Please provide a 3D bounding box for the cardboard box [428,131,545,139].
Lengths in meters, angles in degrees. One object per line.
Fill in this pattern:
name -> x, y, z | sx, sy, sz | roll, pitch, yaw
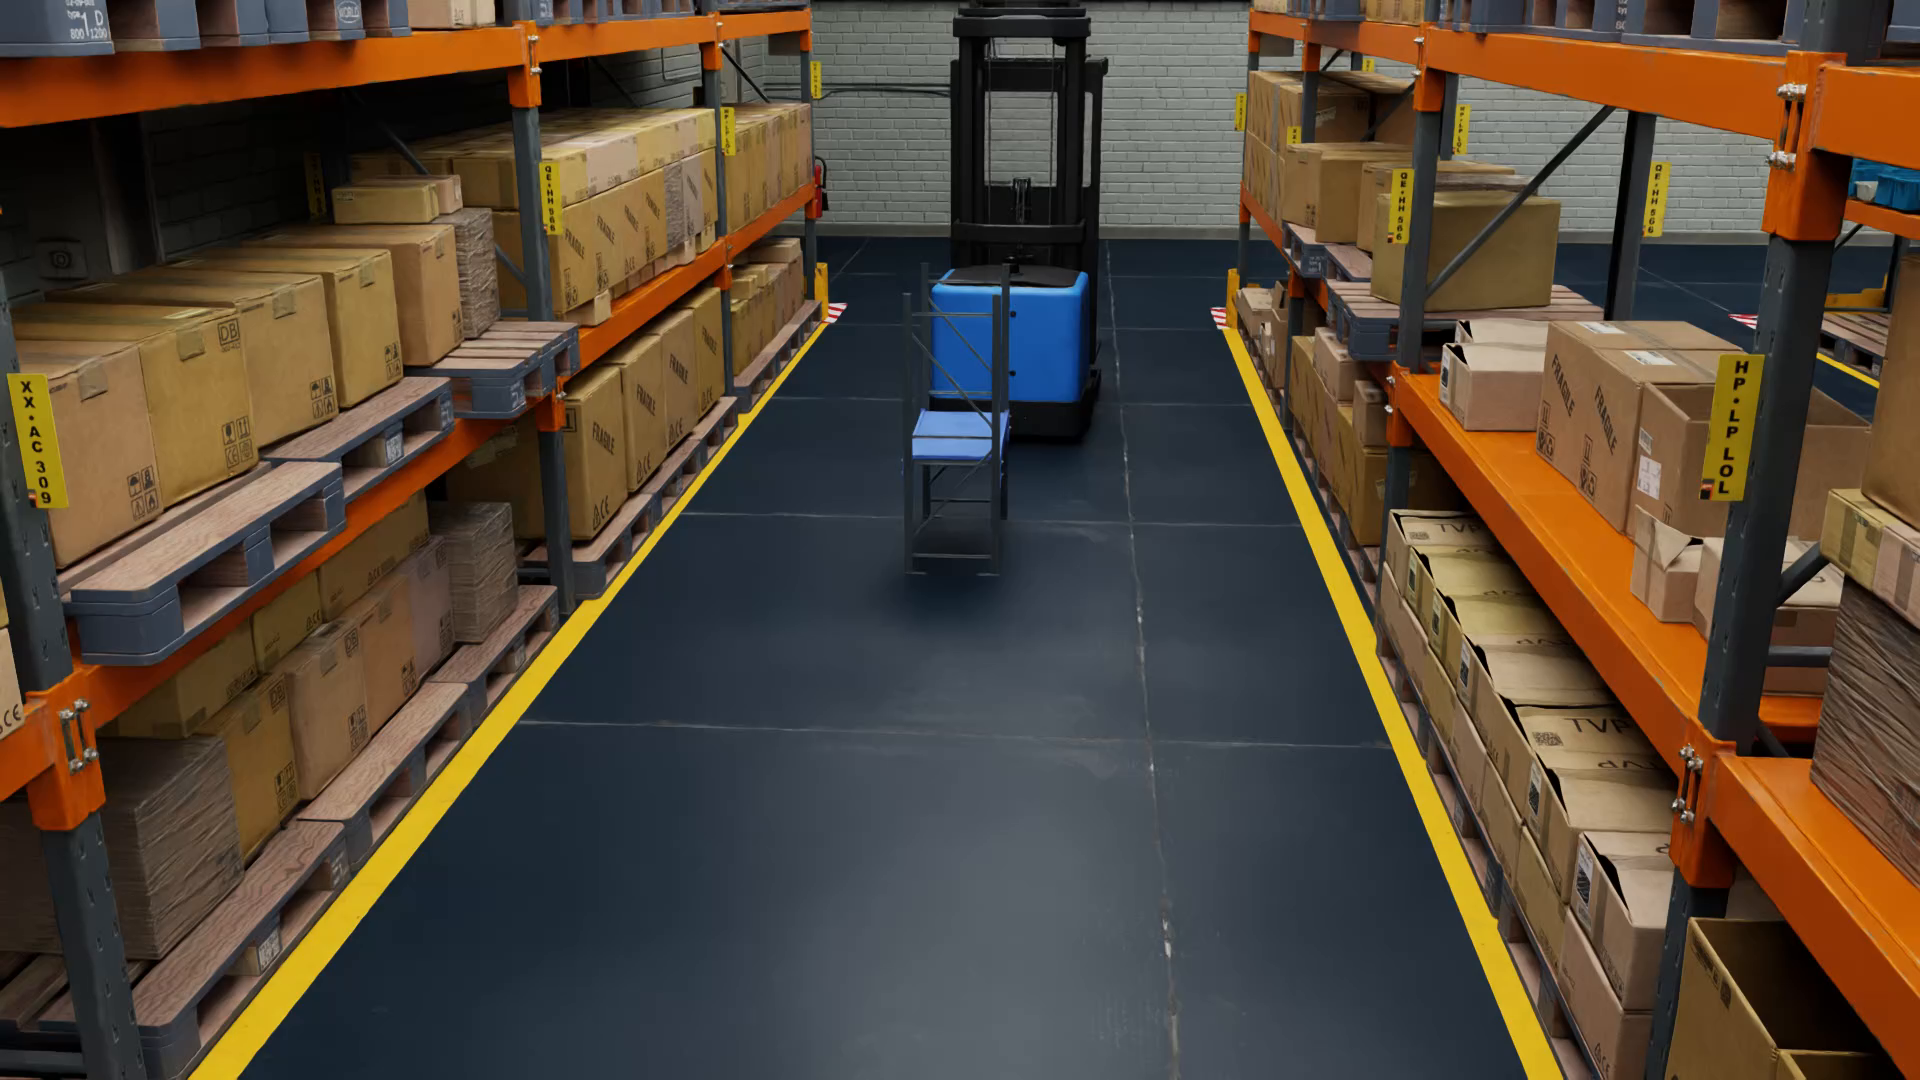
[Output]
cardboard box -> -2.578, -2.094, 9.121 | 0.500, 0.250, 0.500 | 1, 18, 3

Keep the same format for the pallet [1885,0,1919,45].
pallet -> 2.186, -0.839, 2.490 | 1.003, 0.211, 1.213 | 1, 18, 4

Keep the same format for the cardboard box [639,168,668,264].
cardboard box -> -2.030, -1.894, 9.717 | 0.500, 0.500, 0.500 | 2, 18, 5

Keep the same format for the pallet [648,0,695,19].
pallet -> -2.163, -3.363, 10.360 | 0.805, 0.209, 1.217 | 1, 18, 2

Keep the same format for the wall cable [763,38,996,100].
wall cable -> -1.097, -6.681, 20.347 | 3.097, 2.526, 0.112 | 1, 18, 4

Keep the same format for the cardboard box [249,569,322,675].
cardboard box -> -2.622, 0.265, 5.901 | 0.500, 0.250, 0.500 | 1, 18, 2

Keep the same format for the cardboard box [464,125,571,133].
cardboard box -> -2.542, -2.252, 9.604 | 0.500, 0.250, 0.500 | 1, 18, 3

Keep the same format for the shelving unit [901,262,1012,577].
shelving unit -> -0.006, -0.686, 9.109 | 0.538, 1.500, 1.048 | 1, 18, 4

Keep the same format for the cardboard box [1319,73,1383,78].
cardboard box -> 3.289, -3.669, 14.037 | 0.500, 0.500, 0.500 | 2, 18, 5

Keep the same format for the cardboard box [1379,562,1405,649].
cardboard box -> 2.178, 0.300, 7.431 | 0.500, 0.250, 0.500 | 1, 18, 4

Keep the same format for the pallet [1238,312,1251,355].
pallet -> 3.020, -1.851, 14.734 | 1.003, 0.211, 1.213 | 1, 18, 4

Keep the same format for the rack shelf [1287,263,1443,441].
rack shelf -> 2.652, -1.242, 9.552 | 1.077, 0.370, 4.000 | 1, 18, 4

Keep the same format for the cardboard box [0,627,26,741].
cardboard box -> -2.451, 0.386, 3.638 | 0.500, 0.250, 0.500 | 1, 18, 4

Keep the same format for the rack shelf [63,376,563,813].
rack shelf -> -2.576, -0.109, 6.095 | 1.077, 0.370, 4.000 | 1, 18, 4

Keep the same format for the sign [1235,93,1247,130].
sign -> 2.541, -3.871, 15.029 | 0.100, 0.325, 0.005 | 1, 18, 4

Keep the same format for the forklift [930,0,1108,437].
forklift -> 0.510, -2.515, 12.391 | 1.130, 2.935, 3.031 | 3, 18, 8

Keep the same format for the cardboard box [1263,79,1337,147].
cardboard box -> 2.681, -3.363, 13.102 | 0.500, 0.500, 0.500 | 1, 18, 3

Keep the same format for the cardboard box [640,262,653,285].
cardboard box -> -2.053, -1.618, 9.914 | 0.380, 0.149, 0.250 | 2, 18, 6

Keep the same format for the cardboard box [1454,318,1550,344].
cardboard box -> 2.439, -0.809, 7.217 | 0.500, 0.311, 0.500 | 2, 18, 7

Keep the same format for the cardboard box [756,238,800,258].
cardboard box -> -1.637, -2.613, 14.880 | 0.380, 0.149, 0.250 | 1, 18, 3

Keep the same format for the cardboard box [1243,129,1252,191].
cardboard box -> 2.787, -3.363, 14.709 | 0.500, 0.500, 0.500 | 2, 18, 5

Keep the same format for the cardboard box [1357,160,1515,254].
cardboard box -> 2.730, -1.902, 9.576 | 0.700, 0.500, 0.500 | -3, 18, -10

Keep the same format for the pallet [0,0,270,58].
pallet -> -2.569, -1.356, 4.227 | 1.213, 0.211, 1.003 | 1, 18, 4

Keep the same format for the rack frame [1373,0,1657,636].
rack frame -> 2.508, -0.963, 7.545 | 1.000, 3.000, 0.127 | 1, 18, 4

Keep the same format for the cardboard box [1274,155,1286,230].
cardboard box -> 2.611, -2.574, 12.300 | 0.500, 0.500, 0.500 | 2, 18, 5

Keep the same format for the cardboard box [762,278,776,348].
cardboard box -> -1.912, -1.872, 13.658 | 0.700, 0.500, 0.500 | 2, 18, 5

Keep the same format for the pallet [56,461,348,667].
pallet -> -2.520, 0.027, 4.832 | 1.003, 0.211, 1.213 | 1, 18, 4

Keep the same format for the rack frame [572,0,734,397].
rack frame -> -2.146, -2.315, 11.670 | 1.000, 3.000, 0.127 | 1, 18, 4

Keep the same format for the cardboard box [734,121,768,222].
cardboard box -> -2.033, -2.852, 12.828 | 0.980, 0.700, 0.700 | 1, 18, 3

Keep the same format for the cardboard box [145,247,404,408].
cardboard box -> -2.524, -0.795, 6.166 | 0.700, 0.500, 0.500 | 1, 18, 4

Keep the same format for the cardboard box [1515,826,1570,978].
cardboard box -> 2.000, 1.094, 5.008 | 0.500, 0.250, 0.500 | 1, 18, 3

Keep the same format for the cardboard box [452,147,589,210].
cardboard box -> -2.141, -1.771, 8.137 | 0.500, 0.250, 0.500 | 2, 18, 5

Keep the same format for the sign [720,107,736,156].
sign -> -1.604, -2.818, 11.474 | 0.100, 0.325, 0.005 | 1, 18, 4

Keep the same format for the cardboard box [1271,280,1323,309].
cardboard box -> 2.925, -1.812, 13.437 | 0.797, 0.503, 0.637 | 1, 18, 4

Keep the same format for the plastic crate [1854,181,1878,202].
plastic crate -> 7.522, -2.861, 13.665 | 0.250, 0.136, 0.298 | 1, 18, 4

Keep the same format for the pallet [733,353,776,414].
pallet -> -2.014, -1.224, 12.820 | 1.003, 0.211, 1.213 | 1, 18, 4

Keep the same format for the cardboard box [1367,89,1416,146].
cardboard box -> 3.110, -2.868, 11.592 | 0.500, 0.500, 0.500 | 2, 18, 5

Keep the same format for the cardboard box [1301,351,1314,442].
cardboard box -> 2.490, -0.916, 10.708 | 0.500, 0.500, 0.500 | 2, 18, 5

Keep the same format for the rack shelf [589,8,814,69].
rack shelf -> -2.003, -4.019, 13.211 | 1.077, 0.370, 4.000 | 1, 18, 4

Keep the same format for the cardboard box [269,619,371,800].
cardboard box -> -2.620, 0.601, 6.081 | 0.700, 0.500, 0.500 | 1, 18, 5

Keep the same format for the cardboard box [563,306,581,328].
cardboard box -> -2.151, -1.138, 8.449 | 0.380, 0.149, 0.250 | 2, 18, 5

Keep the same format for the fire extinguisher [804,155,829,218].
fire extinguisher -> -1.388, -3.380, 15.643 | 0.296, 0.674, 0.183 | 1, 18, 4

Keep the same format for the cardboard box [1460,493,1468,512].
cardboard box -> 2.858, -0.282, 8.774 | 0.500, 0.500, 0.500 | 1, 18, 2

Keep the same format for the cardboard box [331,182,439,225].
cardboard box -> -2.436, -1.429, 7.059 | 0.380, 0.149, 0.250 | -2, 18, -5

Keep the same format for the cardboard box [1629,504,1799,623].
cardboard box -> 2.101, 0.066, 4.620 | 0.396, 0.266, 0.258 | 1, 18, 3

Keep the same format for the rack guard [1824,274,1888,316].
rack guard -> 8.011, -2.156, 15.199 | 1.175, 0.500, 0.348 | 1, 18, 4

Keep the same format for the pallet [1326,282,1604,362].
pallet -> 2.487, -1.084, 8.222 | 1.213, 0.211, 1.003 | 1, 18, 4

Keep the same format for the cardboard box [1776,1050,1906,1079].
cardboard box -> 1.848, 1.323, 3.107 | 0.500, 0.500, 0.500 | 1, 18, 4

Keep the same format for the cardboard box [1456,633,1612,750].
cardboard box -> 2.074, 0.515, 5.875 | 0.500, 0.311, 0.500 | 1, 18, 3

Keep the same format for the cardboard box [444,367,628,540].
cardboard box -> -2.249, -0.476, 8.836 | 0.750, 0.750, 0.750 | 1, 18, 3

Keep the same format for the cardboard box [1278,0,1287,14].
cardboard box -> 2.638, -4.027, 12.319 | 0.500, 0.250, 0.500 | 1, 18, 4

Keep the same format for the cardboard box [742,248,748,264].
cardboard box -> -2.054, -2.466, 14.429 | 0.380, 0.149, 0.250 | 1, 18, 4

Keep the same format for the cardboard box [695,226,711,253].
cardboard box -> -1.882, -2.015, 11.125 | 0.380, 0.149, 0.250 | 2, 18, 5

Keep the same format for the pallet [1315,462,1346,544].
pallet -> 2.690, -0.247, 9.837 | 1.003, 0.211, 1.213 | 1, 18, 4

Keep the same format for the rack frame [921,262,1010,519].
rack frame -> 0.030, -0.844, 9.590 | 0.500, 1.500, 0.032 | 1, 18, 4
